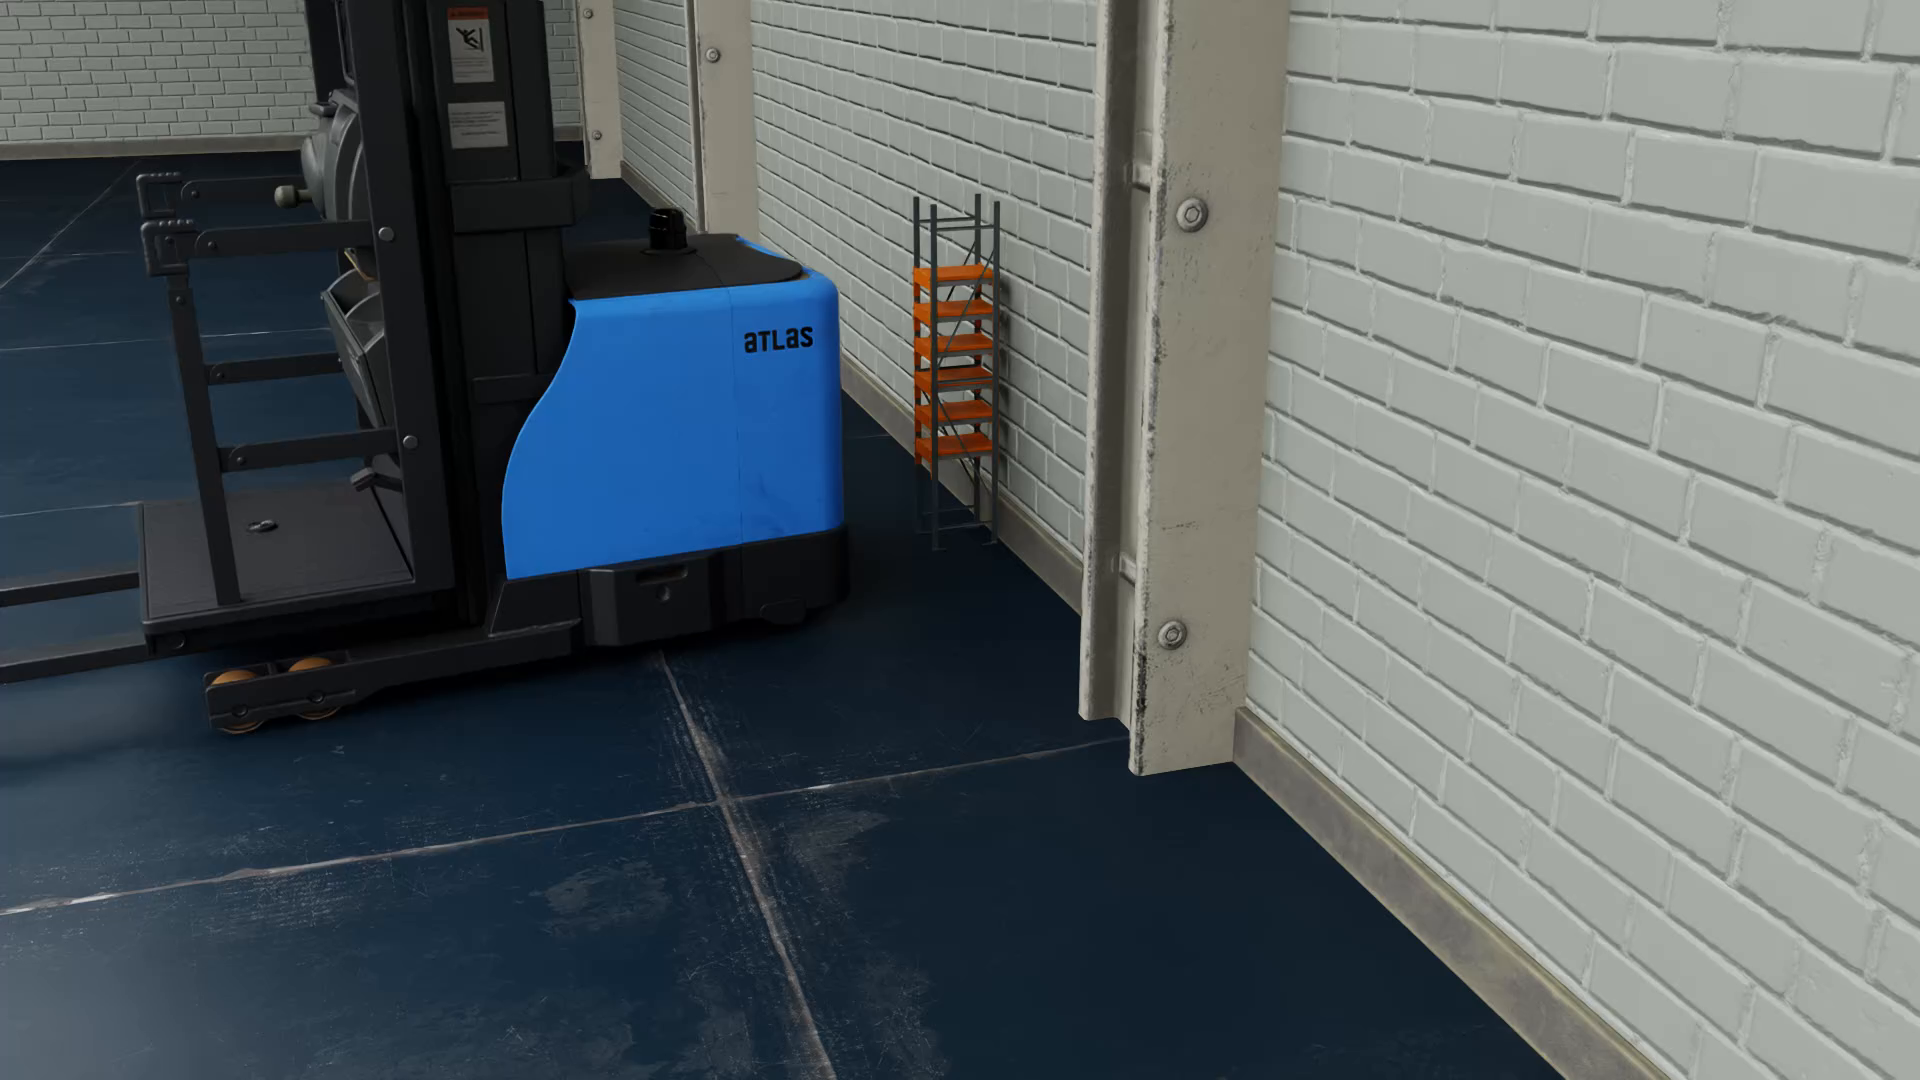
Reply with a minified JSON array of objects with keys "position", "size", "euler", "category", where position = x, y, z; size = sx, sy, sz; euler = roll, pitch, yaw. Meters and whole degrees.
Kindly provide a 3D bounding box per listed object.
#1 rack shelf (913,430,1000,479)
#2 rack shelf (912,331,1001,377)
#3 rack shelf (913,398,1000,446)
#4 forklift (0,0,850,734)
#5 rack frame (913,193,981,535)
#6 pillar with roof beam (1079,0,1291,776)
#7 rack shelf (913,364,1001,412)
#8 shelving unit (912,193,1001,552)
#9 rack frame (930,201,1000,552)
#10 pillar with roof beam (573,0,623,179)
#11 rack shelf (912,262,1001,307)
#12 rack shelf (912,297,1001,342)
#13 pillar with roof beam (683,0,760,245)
[{"position":[-0.013,-0.300,5.818],"size":[0.258,0.103,0.180],"euler":[-7,21,-18],"category":"rack shelf"},{"position":[-0.013,-0.639,5.696],"size":[0.258,0.103,0.180],"euler":[-7,21,-18],"category":"rack shelf"},{"position":[-0.013,-0.413,5.778],"size":[0.258,0.103,0.180],"euler":[-7,21,-18],"category":"rack shelf"},{"position":[-1.902,-1.063,4.540],"size":[3.031,2.935,1.130],"euler":[-9,22,-24],"category":"forklift"},{"position":[-0.043,-0.597,5.803],"size":[0.240,1.200,0.006],"euler":[-7,21,-18],"category":"rack frame"},{"position":[-3.553,-3.255,1.667],"size":[9.100,9.000,0.400],"euler":[-6,21,-17],"category":"pillar with roof beam"},{"position":[-0.013,-0.526,5.737],"size":[0.258,0.103,0.180],"euler":[-7,21,-18],"category":"rack shelf"},{"position":[-0.013,-0.568,5.722],"size":[0.258,1.200,0.189],"euler":[-7,21,-18],"category":"shelving unit"},{"position":[0.018,-0.538,5.641],"size":[0.240,1.200,0.006],"euler":[-7,21,-18],"category":"rack frame"},{"position":[-7.325,-7.106,12.388],"size":[9.100,9.000,0.400],"euler":[-6,21,-17],"category":"pillar with roof beam"},{"position":[-0.013,-0.865,5.615],"size":[0.258,0.103,0.180],"euler":[-7,21,-18],"category":"rack shelf"},{"position":[-0.013,-0.752,5.656],"size":[0.258,0.103,0.180],"euler":[-7,21,-18],"category":"rack shelf"},{"position":[-5.439,-5.181,7.028],"size":[9.100,9.000,0.400],"euler":[-6,21,-17],"category":"pillar with roof beam"}]
